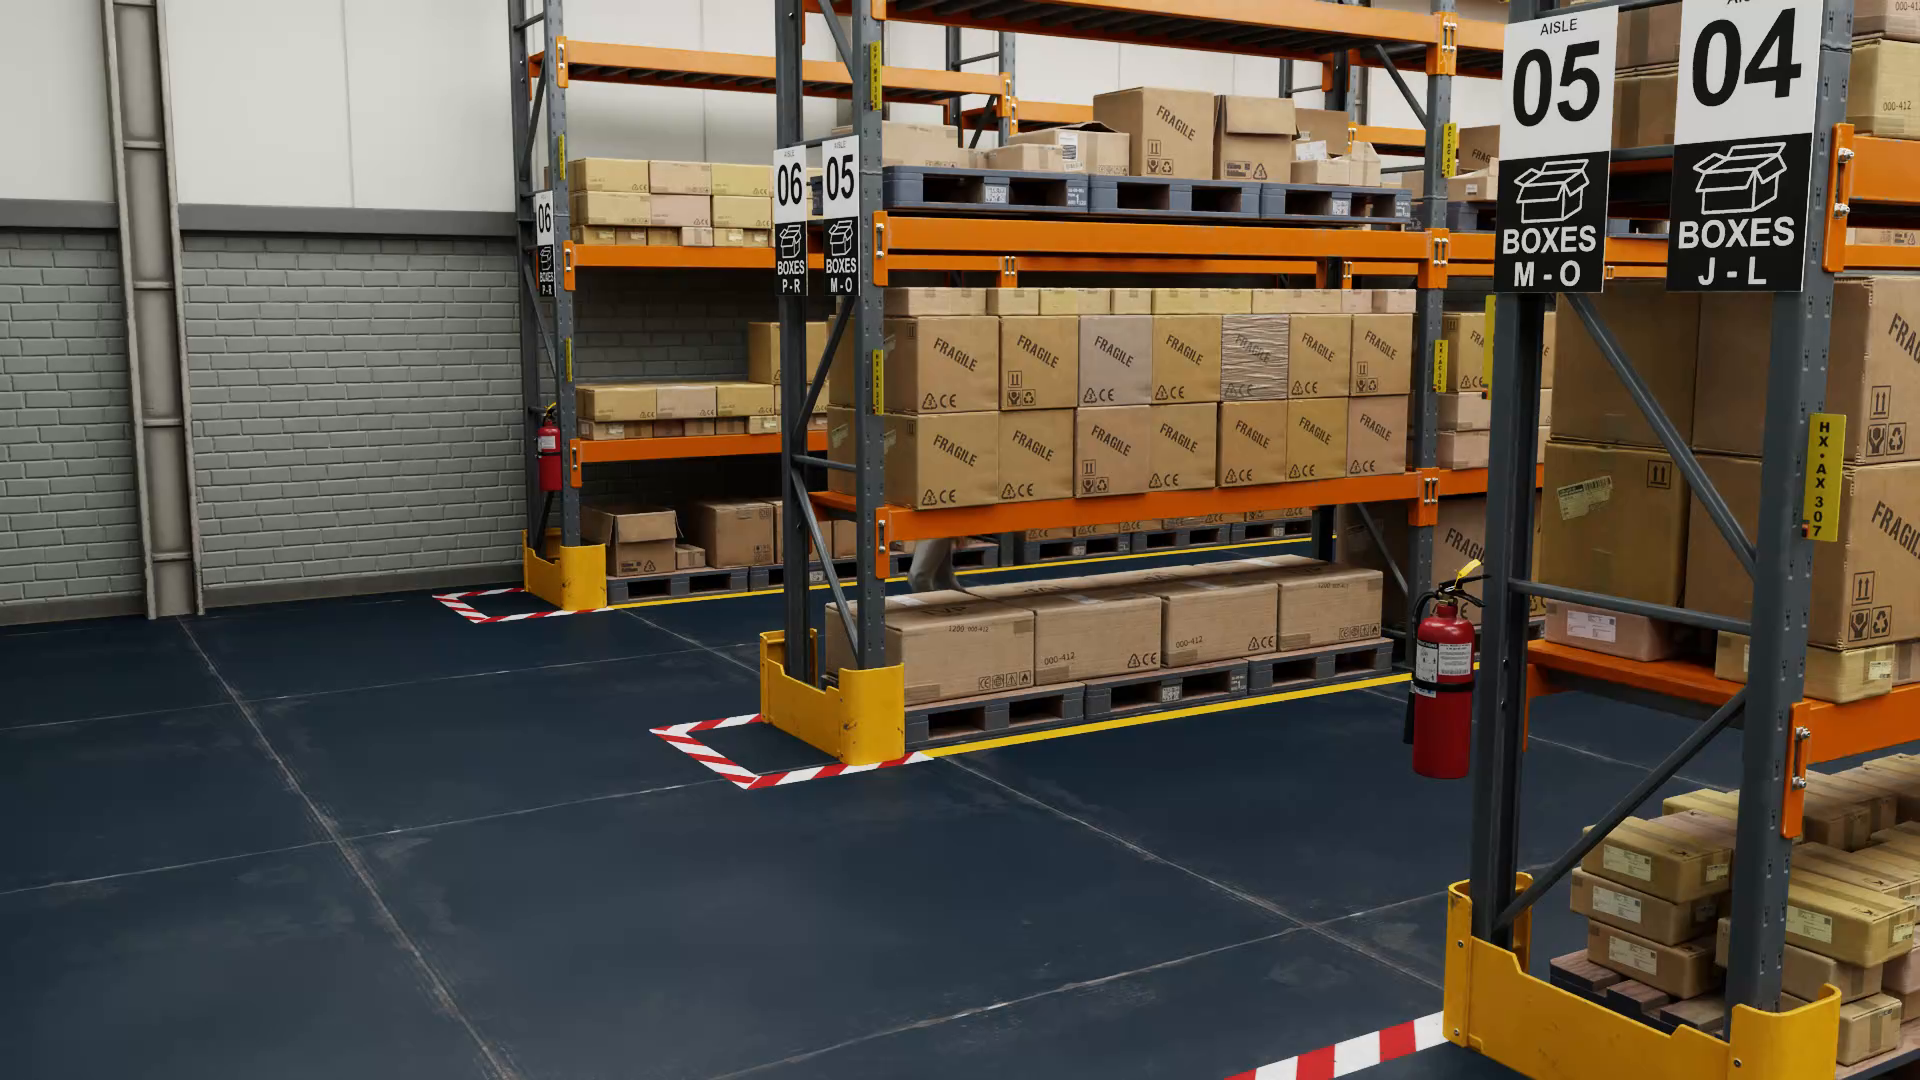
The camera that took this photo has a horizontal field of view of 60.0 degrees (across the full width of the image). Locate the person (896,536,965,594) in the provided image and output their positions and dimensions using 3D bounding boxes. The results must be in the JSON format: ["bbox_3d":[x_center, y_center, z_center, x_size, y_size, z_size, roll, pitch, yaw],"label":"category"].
[{"bbox_3d":[-0.186,-0.043,11.218,0.624,1.721,0.456,-4,9,-28],"label":"person"}]
